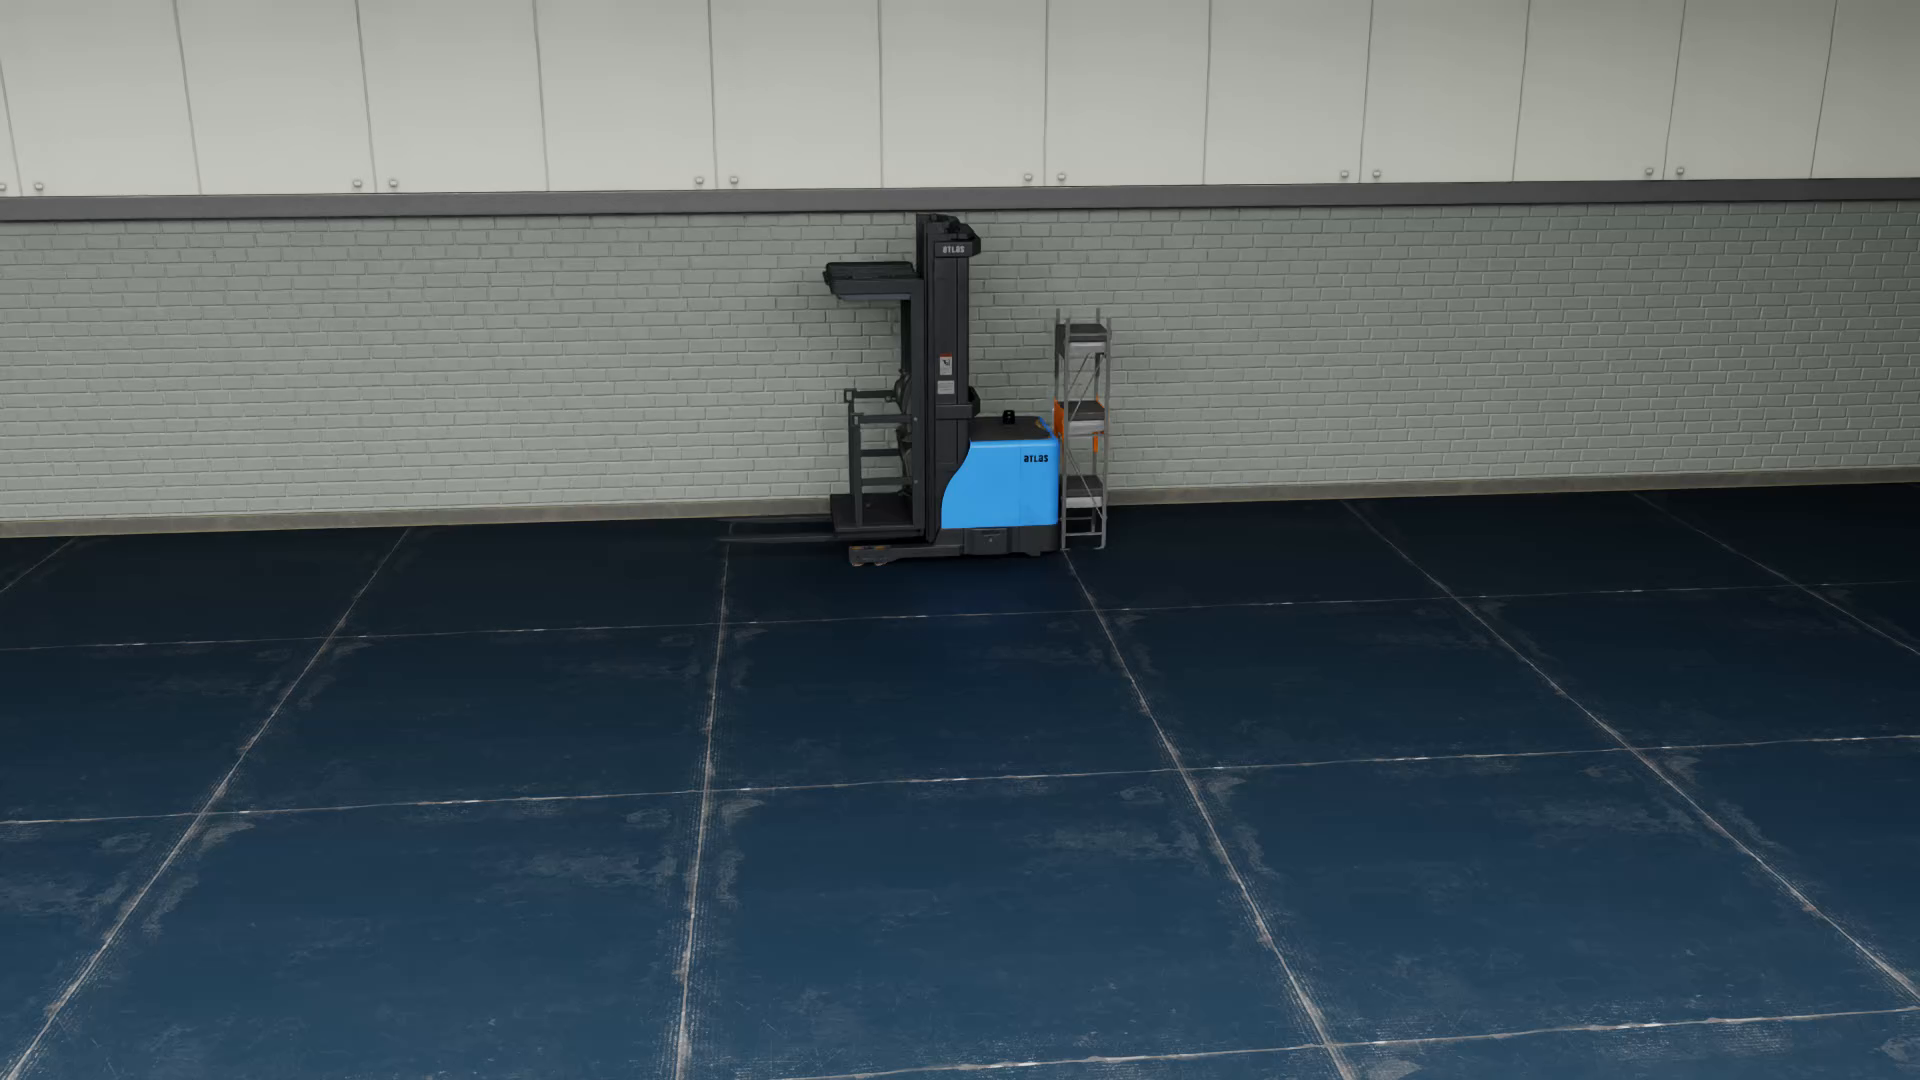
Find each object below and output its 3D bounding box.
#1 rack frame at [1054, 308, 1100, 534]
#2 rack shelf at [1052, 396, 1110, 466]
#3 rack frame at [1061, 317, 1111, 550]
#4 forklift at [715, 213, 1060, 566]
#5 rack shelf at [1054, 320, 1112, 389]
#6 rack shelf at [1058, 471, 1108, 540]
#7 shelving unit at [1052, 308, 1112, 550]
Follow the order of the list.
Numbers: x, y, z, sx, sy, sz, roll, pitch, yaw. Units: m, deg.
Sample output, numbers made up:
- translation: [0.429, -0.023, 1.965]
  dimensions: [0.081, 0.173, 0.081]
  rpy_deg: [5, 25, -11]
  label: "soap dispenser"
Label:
- translation: [1.053, -1.063, 15.129]
  dimensions: [0.400, 2.100, 0.015]
  rpy_deg: [-2, 18, -6]
  label: "rack frame"
- translation: [1.081, -0.977, 14.902]
  dimensions: [0.431, 0.518, 0.480]
  rpy_deg: [-2, 18, -6]
  label: "rack shelf"
- translation: [1.109, -0.917, 14.666]
  dimensions: [0.400, 2.100, 0.015]
  rpy_deg: [-2, 18, -6]
  label: "rack frame"
- translation: [-0.672, -1.337, 14.614]
  dimensions: [3.031, 2.935, 1.130]
  rpy_deg: [-2, 18, -6]
  label: "forklift"
- translation: [1.081, -1.645, 14.692]
  dimensions: [0.431, 0.518, 0.480]
  rpy_deg: [-2, 18, -6]
  label: "rack shelf"
- translation: [1.081, -0.309, 15.111]
  dimensions: [0.431, 0.518, 0.480]
  rpy_deg: [-2, 18, -6]
  label: "rack shelf"
- translation: [1.081, -0.990, 14.898]
  dimensions: [0.431, 2.100, 0.503]
  rpy_deg: [-2, 18, -6]
  label: "shelving unit"
